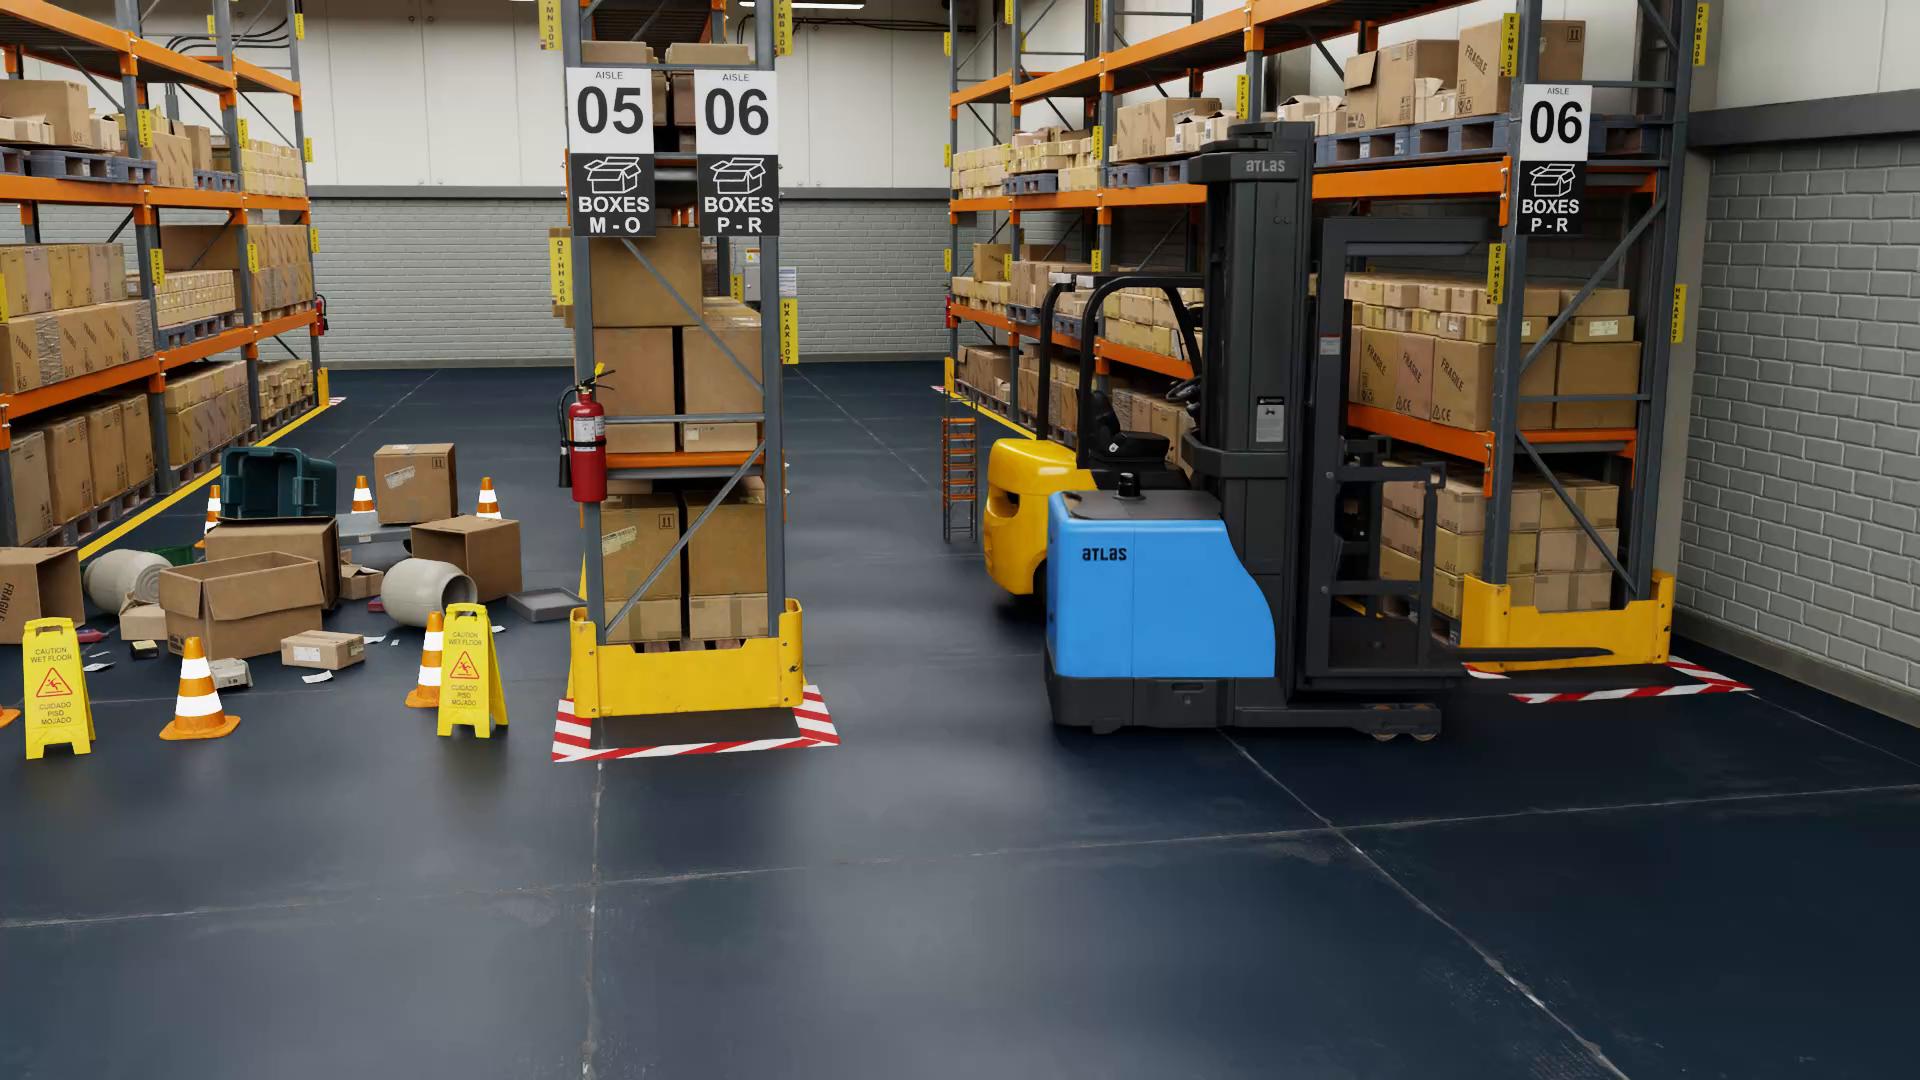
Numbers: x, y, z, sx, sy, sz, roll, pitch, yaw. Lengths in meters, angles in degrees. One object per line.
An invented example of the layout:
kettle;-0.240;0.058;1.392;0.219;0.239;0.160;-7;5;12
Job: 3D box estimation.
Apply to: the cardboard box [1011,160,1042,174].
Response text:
cardboard box;0.818;-4.475;19.945;0.380;0.149;0.250;-2;11;-10

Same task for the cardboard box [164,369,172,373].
cardboard box;-8.485;-1.618;17.232;0.500;0.250;0.500;-2;11;-9

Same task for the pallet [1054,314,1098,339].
pallet;1.711;-2.281;17.674;1.213;0.211;1.003;-2;11;-11

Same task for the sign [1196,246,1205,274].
sign;2.455;-2.843;17.017;0.100;0.325;0.005;-2;11;-11

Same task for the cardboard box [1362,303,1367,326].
cardboard box;2.892;-1.491;11.007;0.380;0.149;0.250;-2;11;-11

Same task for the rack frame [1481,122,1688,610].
rack frame;3.467;-0.787;9.307;1.000;3.000;0.127;-2;11;-11

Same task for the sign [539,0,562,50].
sign;-1.949;-2.497;7.905;0.100;0.325;0.005;-2;11;-11

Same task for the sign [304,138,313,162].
sign;-8.800;-5.266;22.453;0.100;0.325;0.005;-2;11;-11

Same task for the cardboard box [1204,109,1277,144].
cardboard box;2.310;-3.329;13.492;0.500;0.311;0.500;-2;11;-13

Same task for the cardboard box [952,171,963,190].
cardboard box;0.174;-5.176;23.951;0.500;0.250;0.500;-2;11;-12

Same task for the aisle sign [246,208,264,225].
aisle sign;-9.657;-4.621;22.500;0.394;0.787;0.004;-2;11;-11

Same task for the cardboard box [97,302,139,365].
cardboard box;-7.346;-1.759;14.148;0.500;0.500;0.500;-2;11;-11

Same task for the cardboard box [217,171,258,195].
cardboard box;-8.402;-4.102;19.105;0.500;0.250;0.500;-2;11;-8

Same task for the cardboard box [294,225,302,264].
cardboard box;-8.917;-3.860;21.717;0.500;0.500;0.500;-3;11;-13

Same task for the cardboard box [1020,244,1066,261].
cardboard box;1.105;-3.711;22.272;0.500;0.500;0.500;-2;11;-13

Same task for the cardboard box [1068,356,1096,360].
cardboard box;1.544;-2.179;20.452;0.380;0.149;0.250;-2;11;-11

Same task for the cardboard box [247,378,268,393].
cardboard box;-8.430;-1.829;19.695;0.380;0.149;0.250;-2;11;-8

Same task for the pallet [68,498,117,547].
pallet;-7.479;-0.134;13.334;1.003;0.211;1.213;-2;11;-11

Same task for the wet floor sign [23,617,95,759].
wet floor sign;-4.289;0.683;7.882;0.267;0.644;0.232;-4;12;-21

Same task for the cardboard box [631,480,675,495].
cardboard box;-1.917;-0.062;9.727;0.500;0.500;0.500;-2;11;-9

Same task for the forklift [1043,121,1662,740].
forklift;1.969;-0.566;8.333;3.031;2.935;1.130;0;11;0

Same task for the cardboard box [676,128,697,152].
cardboard box;-1.286;-2.073;8.716;0.380;0.149;0.250;-2;11;-13

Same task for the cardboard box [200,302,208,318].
cardboard box;-8.043;-2.386;17.260;0.380;0.149;0.250;-2;11;-9

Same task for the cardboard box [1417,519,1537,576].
cardboard box;3.066;0.034;9.887;0.500;0.250;0.500;-2;11;-12

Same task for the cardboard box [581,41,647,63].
cardboard box;-1.756;-2.399;8.293;0.380;0.149;0.250;-2;11;-10

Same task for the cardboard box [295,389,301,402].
cardboard box;-8.753;-1.874;21.521;0.380;0.149;0.250;-3;11;-14

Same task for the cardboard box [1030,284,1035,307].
cardboard box;1.027;-2.859;19.432;0.396;0.266;0.258;-2;11;-8

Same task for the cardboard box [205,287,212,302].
cardboard box;-8.095;-2.579;17.479;0.380;0.149;0.250;-3;11;-14

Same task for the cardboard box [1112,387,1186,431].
cardboard box;2.019;-1.179;16.595;0.875;0.625;0.625;-2;11;-9

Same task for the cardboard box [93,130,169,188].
cardboard box;-7.643;-3.511;15.332;0.500;0.500;0.500;-2;11;-11

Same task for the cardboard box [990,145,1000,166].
cardboard box;0.692;-4.956;21.457;0.500;0.250;0.500;-2;11;-12

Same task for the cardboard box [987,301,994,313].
cardboard box;0.576;-3.102;22.144;0.380;0.149;0.250;-2;11;-12

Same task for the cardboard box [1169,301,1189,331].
cardboard box;2.142;-1.961;14.541;0.500;0.250;0.500;-2;11;-10

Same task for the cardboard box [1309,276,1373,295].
cardboard box;2.685;-1.776;11.708;0.380;0.149;0.250;-2;11;-12

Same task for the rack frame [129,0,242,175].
rack frame;-8.571;-5.555;18.314;1.000;3.000;0.127;-2;11;-11

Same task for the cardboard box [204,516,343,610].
cardboard box;-4.416;0.153;10.684;0.797;0.637;0.503;-2;11;-11

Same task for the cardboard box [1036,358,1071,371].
cardboard box;1.133;-2.114;20.110;0.380;0.149;0.250;-3;11;-14

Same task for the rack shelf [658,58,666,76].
rack shelf;-3.346;-4.837;17.535;1.077;0.370;4.000;-2;11;-11

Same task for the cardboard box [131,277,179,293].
cardboard box;-7.842;-2.484;16.183;0.380;0.149;0.250;-3;11;-13

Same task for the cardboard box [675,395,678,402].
cardboard box;-1.753;-1.025;11.234;0.380;0.149;0.250;-2;11;-12

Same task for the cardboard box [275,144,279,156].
cardboard box;-8.778;-4.896;20.875;0.380;0.149;0.250;-2;11;-10

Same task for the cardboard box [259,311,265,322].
cardboard box;-8.578;-2.690;19.979;0.380;0.149;0.250;-3;11;-14

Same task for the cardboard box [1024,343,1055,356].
cardboard box;1.002;-2.357;20.591;0.380;0.149;0.250;-2;11;-12

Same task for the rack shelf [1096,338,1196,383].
rack shelf;2.300;-1.534;15.156;1.077;0.370;4.000;-2;11;-11

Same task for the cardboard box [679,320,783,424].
cardboard box;-1.221;-0.898;8.827;0.500;0.500;0.500;-2;11;-12

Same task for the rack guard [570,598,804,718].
rack guard;-1.416;0.609;8.662;1.175;0.500;0.348;-2;11;-11

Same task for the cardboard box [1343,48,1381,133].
cardboard box;2.965;-2.939;10.925;0.797;0.503;0.637;-2;11;-9

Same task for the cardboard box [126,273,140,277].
cardboard box;-8.741;-2.703;17.334;0.380;0.149;0.250;-2;11;-11

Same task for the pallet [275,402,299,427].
pallet;-8.977;-1.584;20.954;1.003;0.211;1.213;-2;11;-11

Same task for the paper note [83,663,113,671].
paper note;-4.868;0.711;9.385;0.144;0.017;0.142;2;11;9

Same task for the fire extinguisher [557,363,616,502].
fire extinguisher;-1.830;-0.530;8.164;0.296;0.674;0.183;-2;11;-11

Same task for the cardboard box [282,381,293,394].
cardboard box;-8.637;-1.920;20.967;0.380;0.149;0.250;-2;11;-10

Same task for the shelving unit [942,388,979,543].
shelving unit;0.003;-0.587;13.070;0.258;1.200;0.189;-2;11;-11

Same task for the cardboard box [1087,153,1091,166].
cardboard box;1.549;-4.003;17.519;0.380;0.149;0.250;-2;11;-10

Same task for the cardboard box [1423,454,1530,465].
cardboard box;3.372;-0.412;10.895;0.500;0.250;0.500;-2;11;-11

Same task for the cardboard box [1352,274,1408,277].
cardboard box;3.121;-1.891;12.312;0.380;0.149;0.250;-2;11;-12
